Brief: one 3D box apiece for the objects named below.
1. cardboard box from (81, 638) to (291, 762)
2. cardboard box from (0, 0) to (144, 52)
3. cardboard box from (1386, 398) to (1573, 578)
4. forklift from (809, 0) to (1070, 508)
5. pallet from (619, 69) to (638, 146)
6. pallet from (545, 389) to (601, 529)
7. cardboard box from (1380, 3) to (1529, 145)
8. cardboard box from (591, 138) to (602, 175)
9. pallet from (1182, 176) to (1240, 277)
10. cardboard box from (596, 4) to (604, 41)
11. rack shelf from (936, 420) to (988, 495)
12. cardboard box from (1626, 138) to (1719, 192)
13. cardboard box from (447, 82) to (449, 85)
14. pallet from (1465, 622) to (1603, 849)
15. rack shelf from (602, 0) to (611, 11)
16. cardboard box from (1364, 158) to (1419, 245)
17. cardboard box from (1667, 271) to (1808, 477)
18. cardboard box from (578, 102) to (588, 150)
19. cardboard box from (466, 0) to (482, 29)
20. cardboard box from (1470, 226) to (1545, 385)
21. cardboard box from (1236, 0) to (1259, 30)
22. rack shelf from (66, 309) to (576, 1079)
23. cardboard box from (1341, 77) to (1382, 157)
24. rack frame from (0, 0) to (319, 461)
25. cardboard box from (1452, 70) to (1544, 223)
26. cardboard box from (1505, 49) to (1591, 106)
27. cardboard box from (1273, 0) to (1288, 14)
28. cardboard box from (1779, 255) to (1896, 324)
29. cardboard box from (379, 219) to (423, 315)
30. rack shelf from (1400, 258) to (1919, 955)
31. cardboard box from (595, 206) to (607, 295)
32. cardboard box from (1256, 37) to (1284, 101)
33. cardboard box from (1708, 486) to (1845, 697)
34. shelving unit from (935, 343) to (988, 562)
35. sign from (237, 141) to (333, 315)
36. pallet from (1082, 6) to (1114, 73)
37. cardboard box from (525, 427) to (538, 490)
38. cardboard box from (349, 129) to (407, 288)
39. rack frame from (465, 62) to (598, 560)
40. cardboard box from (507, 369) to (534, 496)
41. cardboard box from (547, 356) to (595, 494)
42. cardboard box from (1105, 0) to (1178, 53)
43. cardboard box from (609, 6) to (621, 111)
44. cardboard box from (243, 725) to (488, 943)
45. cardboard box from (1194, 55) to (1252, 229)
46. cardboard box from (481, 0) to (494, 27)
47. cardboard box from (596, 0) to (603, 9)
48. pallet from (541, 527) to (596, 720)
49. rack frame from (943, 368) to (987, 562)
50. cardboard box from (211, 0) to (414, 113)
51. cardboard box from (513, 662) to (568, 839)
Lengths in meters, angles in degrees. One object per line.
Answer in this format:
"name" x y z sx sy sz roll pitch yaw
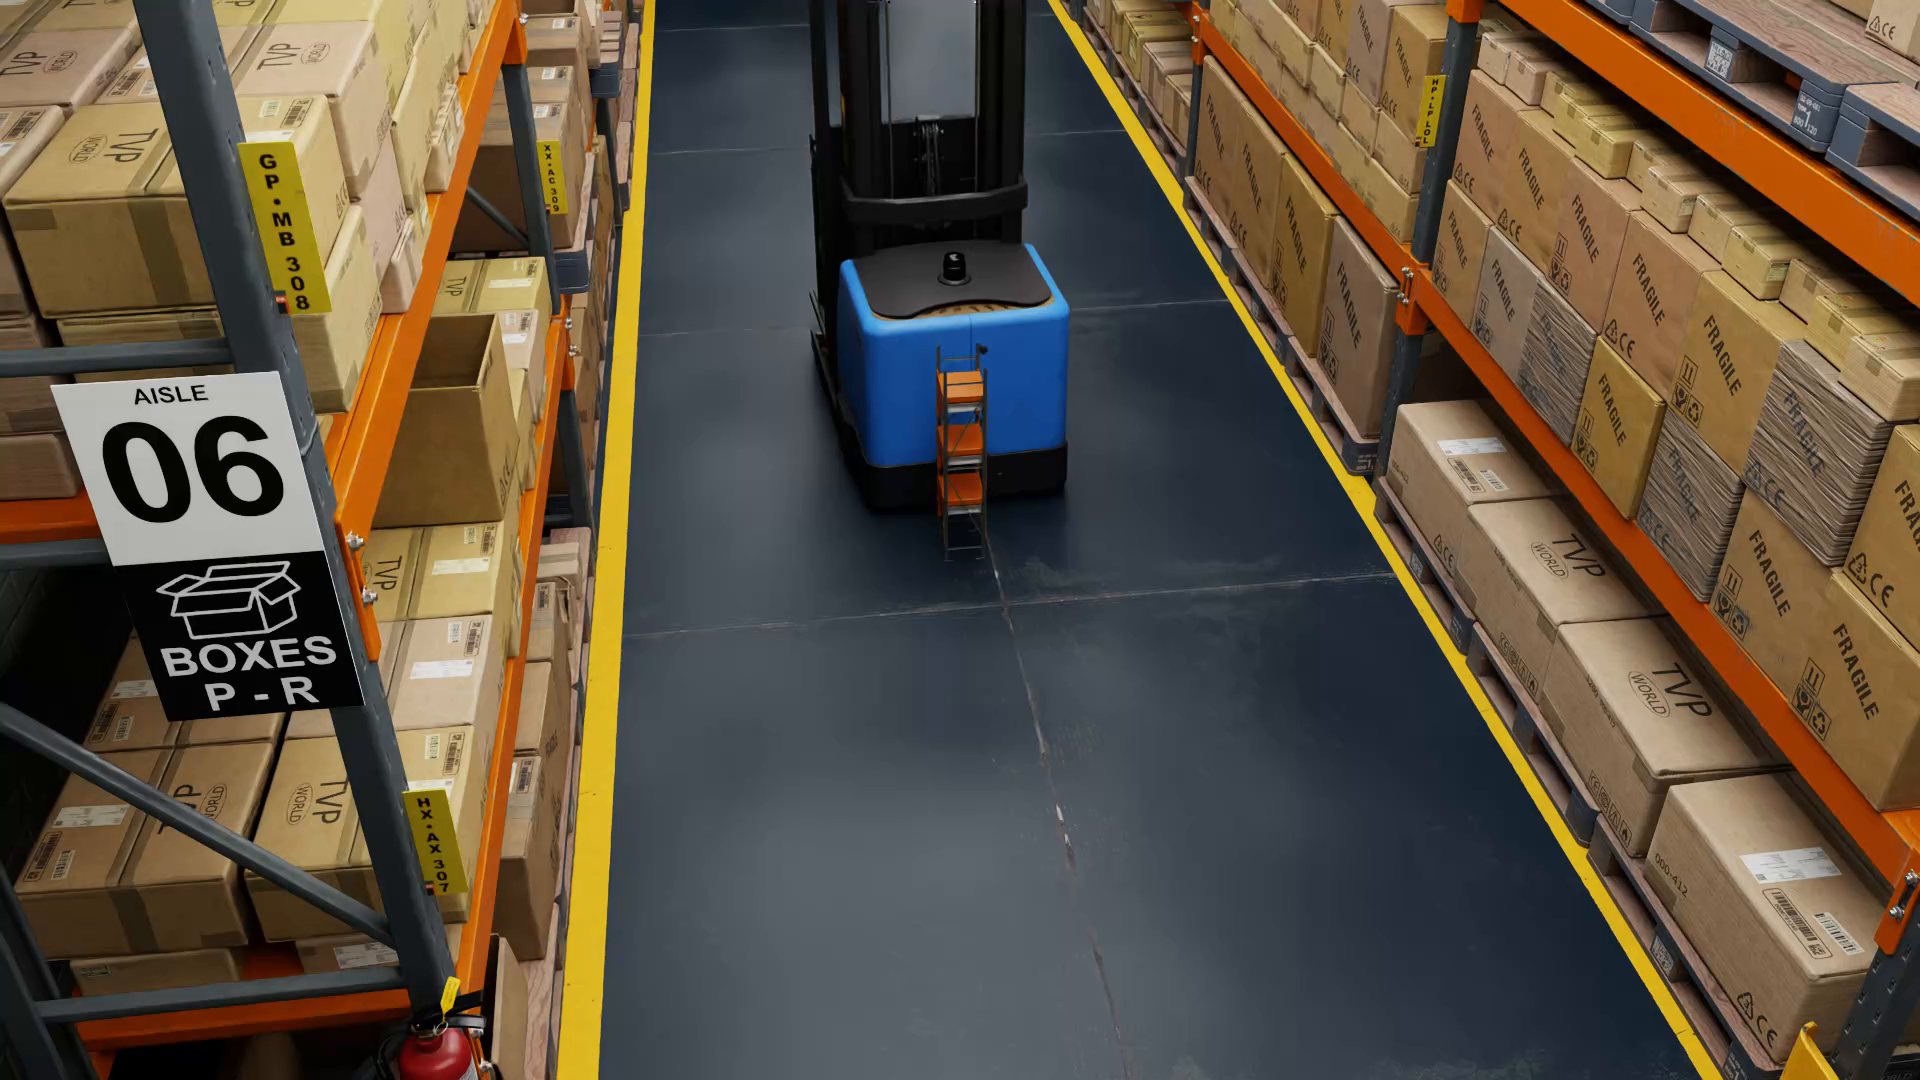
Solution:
"cardboard box" -2.130 0.507 4.712 0.500 0.250 0.500 -4 35 -6
"cardboard box" -2.223 -1.219 4.136 0.500 0.250 0.500 -4 34 -6
"cardboard box" 2.621 -0.274 7.891 0.875 0.438 0.875 -5 35 -7
"forklift" -0.259 -2.198 8.872 1.130 2.935 3.031 -7 35 -10
"pallet" -3.046 -3.361 12.995 1.003 0.211 1.213 -4 35 -6
"pallet" -2.422 -0.439 8.706 1.003 0.211 1.213 -4 35 -6
"cardboard box" 2.334 -2.203 7.842 0.500 0.500 0.500 -3 34 -5
"cardboard box" -2.429 -2.374 10.341 0.380 0.149 0.250 -6 35 -9
"pallet" 2.136 -2.152 11.220 1.003 0.211 1.213 -4 35 -6
"cardboard box" -2.345 -3.104 9.992 0.380 0.149 0.250 -4 34 -5
"rack shelf" 0.007 -0.395 7.916 0.215 0.259 0.240 -4 35 -6
"cardboard box" 2.649 -1.336 5.994 0.380 0.149 0.250 -4 35 -7
"cardboard box" -1.802 -1.381 5.172 0.380 0.149 0.250 -4 34 -6
"pallet" 2.835 0.747 6.966 1.003 0.211 1.213 -4 35 -6
"rack shelf" -3.082 -4.191 12.375 1.077 0.370 4.000 -4 35 -6
"cardboard box" 2.333 -1.687 8.195 0.500 0.250 0.500 -5 35 -8
"cardboard box" 2.717 -0.557 5.427 0.500 0.500 0.500 -5 35 -7
"cardboard box" -2.082 -2.062 8.359 0.396 0.266 0.258 -3 34 -4
"cardboard box" -1.882 -1.901 5.581 0.500 0.250 0.500 -5 35 -8
"cardboard box" 2.510 -0.996 6.960 0.500 0.500 0.500 -4 34 -6
"cardboard box" 1.997 -3.305 10.125 0.500 0.250 0.500 -4 34 -5
"rack shelf" -2.006 0.274 5.824 1.077 0.370 4.000 -4 35 -6
"cardboard box" 2.268 -2.168 8.458 0.500 0.250 0.500 -4 34 -5
"rack frame" -1.737 -1.387 2.294 1.000 3.000 0.127 -4 35 -6
"cardboard box" 2.467 -1.688 7.087 0.500 0.500 0.500 -4 34 -6
"cardboard box" 2.478 -1.903 6.826 0.380 0.149 0.250 -4 34 -6
"cardboard box" 2.059 -3.345 9.518 0.500 0.500 0.500 -3 34 -5
"cardboard box" 2.800 -0.766 5.158 0.380 0.149 0.250 -5 35 -7
"cardboard box" -1.560 -0.675 4.136 0.380 0.149 0.250 -4 34 -5
"rack shelf" 2.912 -0.105 6.379 1.077 0.370 4.000 -4 35 -6
"cardboard box" -2.414 -1.721 9.958 0.500 0.500 0.500 -3 34 -4
"cardboard box" 2.073 -2.817 9.854 0.500 0.250 0.500 -3 34 -5
"cardboard box" 2.801 0.143 5.288 0.500 0.500 0.500 -5 35 -7
"shelving unit" 0.007 -0.404 7.911 0.215 1.050 0.252 -4 35 -6
"sign" -1.200 -0.550 2.953 0.100 0.325 0.005 -4 35 -6
"pallet" 1.673 -4.395 14.512 1.003 0.211 1.213 -4 35 -6
"cardboard box" -1.796 -0.302 6.252 0.380 0.149 0.250 -5 35 -7
"cardboard box" -1.615 -0.759 3.905 0.500 0.250 0.500 -4 34 -5
"rack frame" -2.275 -1.140 7.259 1.000 3.000 0.127 -4 35 -6
"cardboard box" -1.829 -0.377 6.009 0.500 0.250 0.500 -5 35 -7
"cardboard box" -2.117 -0.567 8.266 0.500 0.500 0.500 -3 34 -4
"cardboard box" 1.740 -4.376 13.969 0.950 0.372 0.625 -2 34 -3
"cardboard box" -3.070 -3.653 12.683 0.875 0.625 0.625 -6 35 -8
"cardboard box" -1.532 0.758 4.344 0.500 0.250 0.500 -4 34 -6
"cardboard box" 2.115 -2.654 10.994 0.875 0.875 0.875 -5 35 -7
"cardboard box" -1.905 -1.960 6.023 0.380 0.149 0.250 -4 35 -6
"cardboard box" -2.631 -3.576 10.967 0.500 0.250 0.500 -4 35 -6
"pallet" -2.184 0.396 7.482 1.003 0.211 1.213 -4 35 -6
"rack frame" 0.024 -0.336 7.811 0.200 1.050 0.008 -4 35 -6
"cardboard box" -1.679 -1.246 4.176 0.500 0.250 0.500 -5 35 -7
"cardboard box" -1.774 0.821 6.229 0.500 0.500 0.500 -4 34 -5
